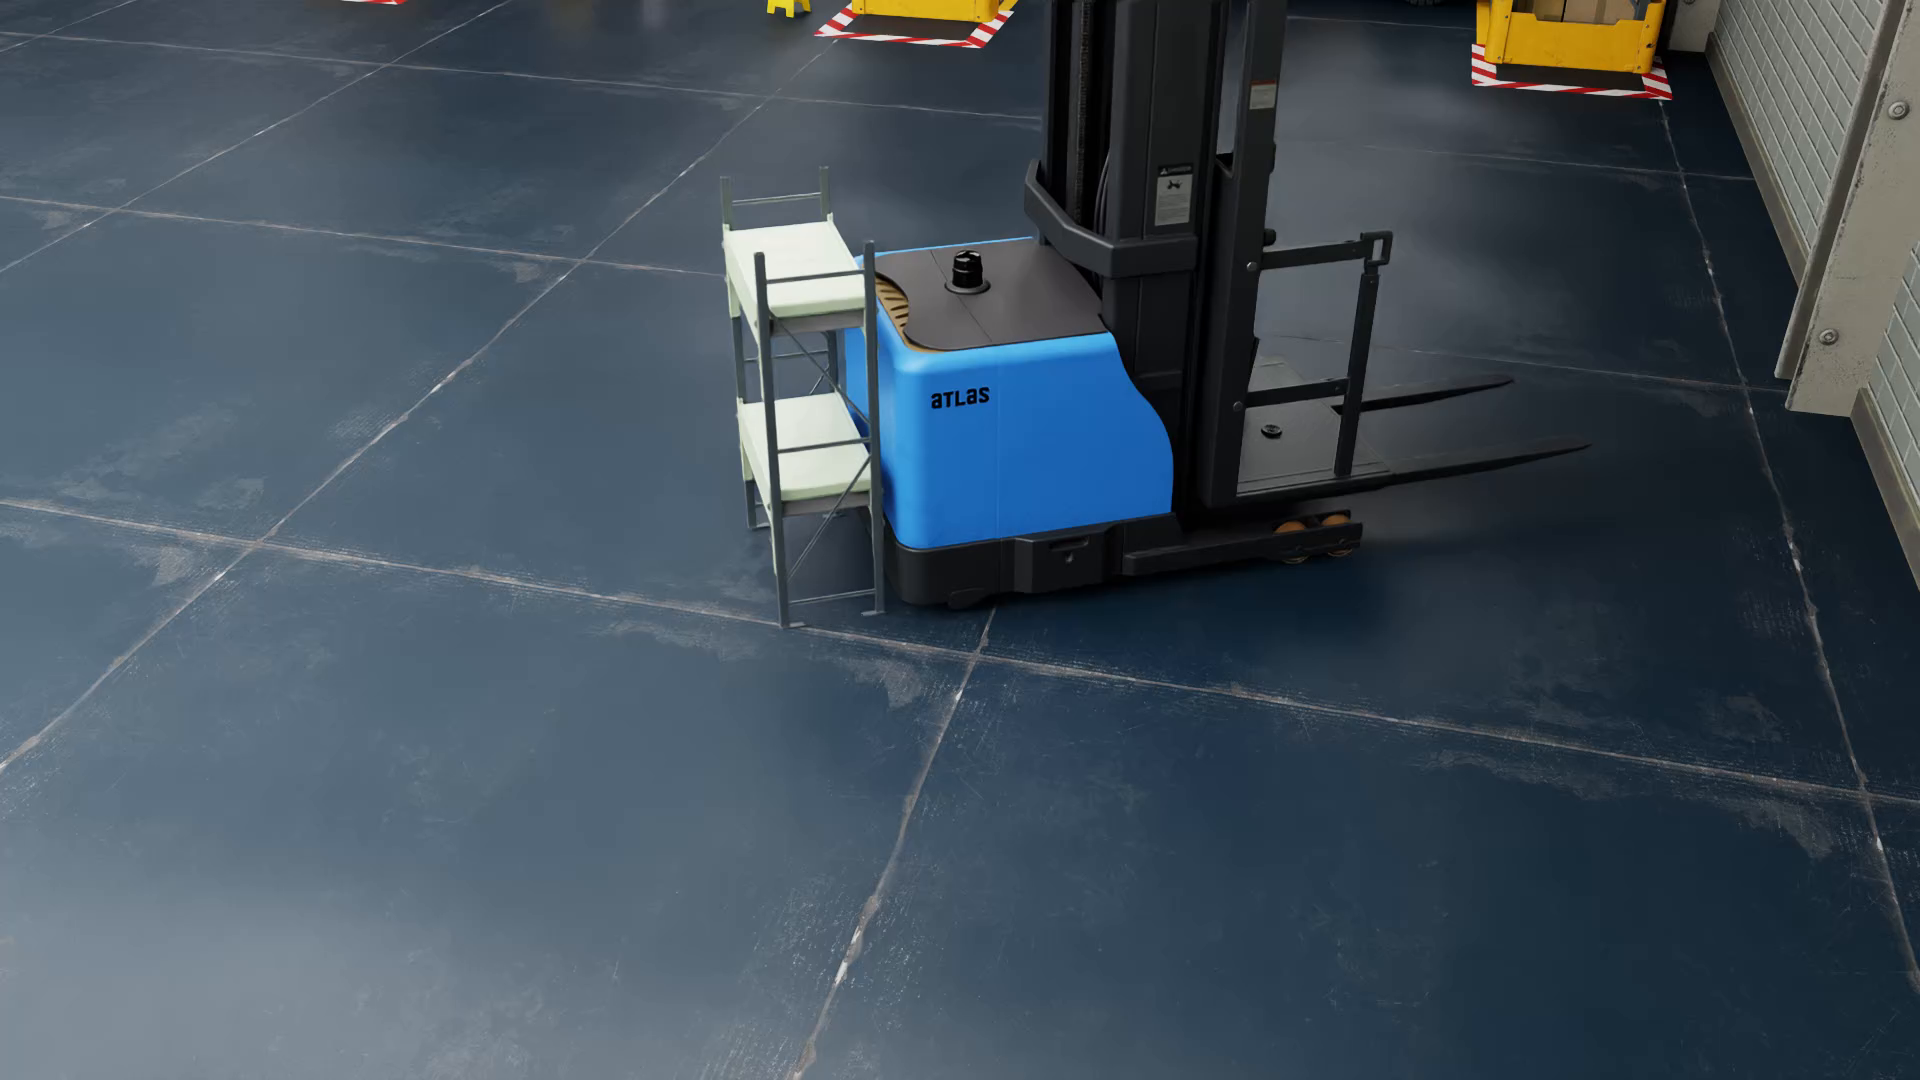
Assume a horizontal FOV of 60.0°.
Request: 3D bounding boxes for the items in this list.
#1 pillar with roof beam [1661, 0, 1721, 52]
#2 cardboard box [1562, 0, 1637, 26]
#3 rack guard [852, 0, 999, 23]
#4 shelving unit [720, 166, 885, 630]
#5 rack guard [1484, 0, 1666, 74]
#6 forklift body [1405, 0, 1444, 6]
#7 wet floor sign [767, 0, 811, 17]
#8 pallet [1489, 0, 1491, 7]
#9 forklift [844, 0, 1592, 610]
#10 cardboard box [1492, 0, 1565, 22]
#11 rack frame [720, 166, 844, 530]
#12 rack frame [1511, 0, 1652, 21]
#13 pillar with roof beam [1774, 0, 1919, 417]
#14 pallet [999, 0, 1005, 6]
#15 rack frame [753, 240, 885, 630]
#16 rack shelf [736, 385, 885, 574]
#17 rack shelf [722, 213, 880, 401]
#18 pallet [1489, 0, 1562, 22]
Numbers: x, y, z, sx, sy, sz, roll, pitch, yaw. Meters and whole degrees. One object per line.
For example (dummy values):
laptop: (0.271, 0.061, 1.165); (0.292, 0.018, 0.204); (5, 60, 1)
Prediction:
pillar with roof beam: (1.385, -8.182, 11.233); (9.100, 9.000, 0.400); (8, 33, 12)
cardboard box: (4.814, -4.071, 12.529); (0.500, 0.250, 0.500); (8, 33, 13)
rack guard: (-0.283, -4.484, 13.337); (1.175, 0.500, 0.348); (8, 33, 12)
shelving unit: (-0.578, -0.519, 6.168); (0.431, 1.500, 0.755); (-8, 33, -13)
rack guard: (4.494, -3.758, 12.196); (1.175, 0.500, 0.348); (8, 33, 12)
forklift body: (3.217, -5.700, 13.711); (2.313, 2.155, 1.214); (8, 33, 12)
wet floor sign: (-1.385, -4.553, 13.310); (0.267, 0.644, 0.232); (20, 38, 29)
pallet: (4.966, -4.683, 13.919); (1.003, 0.211, 1.213); (8, 33, 12)
forklift: (1.103, -1.407, 6.231); (3.031, 2.935, 1.130); (-8, 33, -13)
cardboard box: (4.314, -4.129, 12.621); (0.500, 0.250, 0.500); (8, 33, 13)
rack frame: (-0.676, -0.708, 6.466); (0.400, 1.500, 0.023); (-8, 33, -13)
rack frame: (4.500, -4.826, 11.545); (1.000, 3.000, 0.127); (8, 33, 12)
pillar with roof beam: (-0.138, -5.068, 6.335); (9.100, 9.000, 0.400); (8, 33, 12)
pallet: (-0.042, -4.779, 14.071); (1.003, 0.211, 1.213); (8, 33, 12)
rack frame: (-0.480, -0.330, 5.871); (0.400, 1.500, 0.023); (-8, 33, -13)
rack shelf: (-0.578, -0.244, 6.343); (0.431, 0.370, 0.720); (-8, 33, -13)
rack shelf: (-0.578, -0.848, 5.959); (0.431, 0.370, 0.720); (-8, 33, -13)
pallet: (4.654, -4.051, 12.926); (1.003, 0.211, 1.213); (8, 33, 12)
